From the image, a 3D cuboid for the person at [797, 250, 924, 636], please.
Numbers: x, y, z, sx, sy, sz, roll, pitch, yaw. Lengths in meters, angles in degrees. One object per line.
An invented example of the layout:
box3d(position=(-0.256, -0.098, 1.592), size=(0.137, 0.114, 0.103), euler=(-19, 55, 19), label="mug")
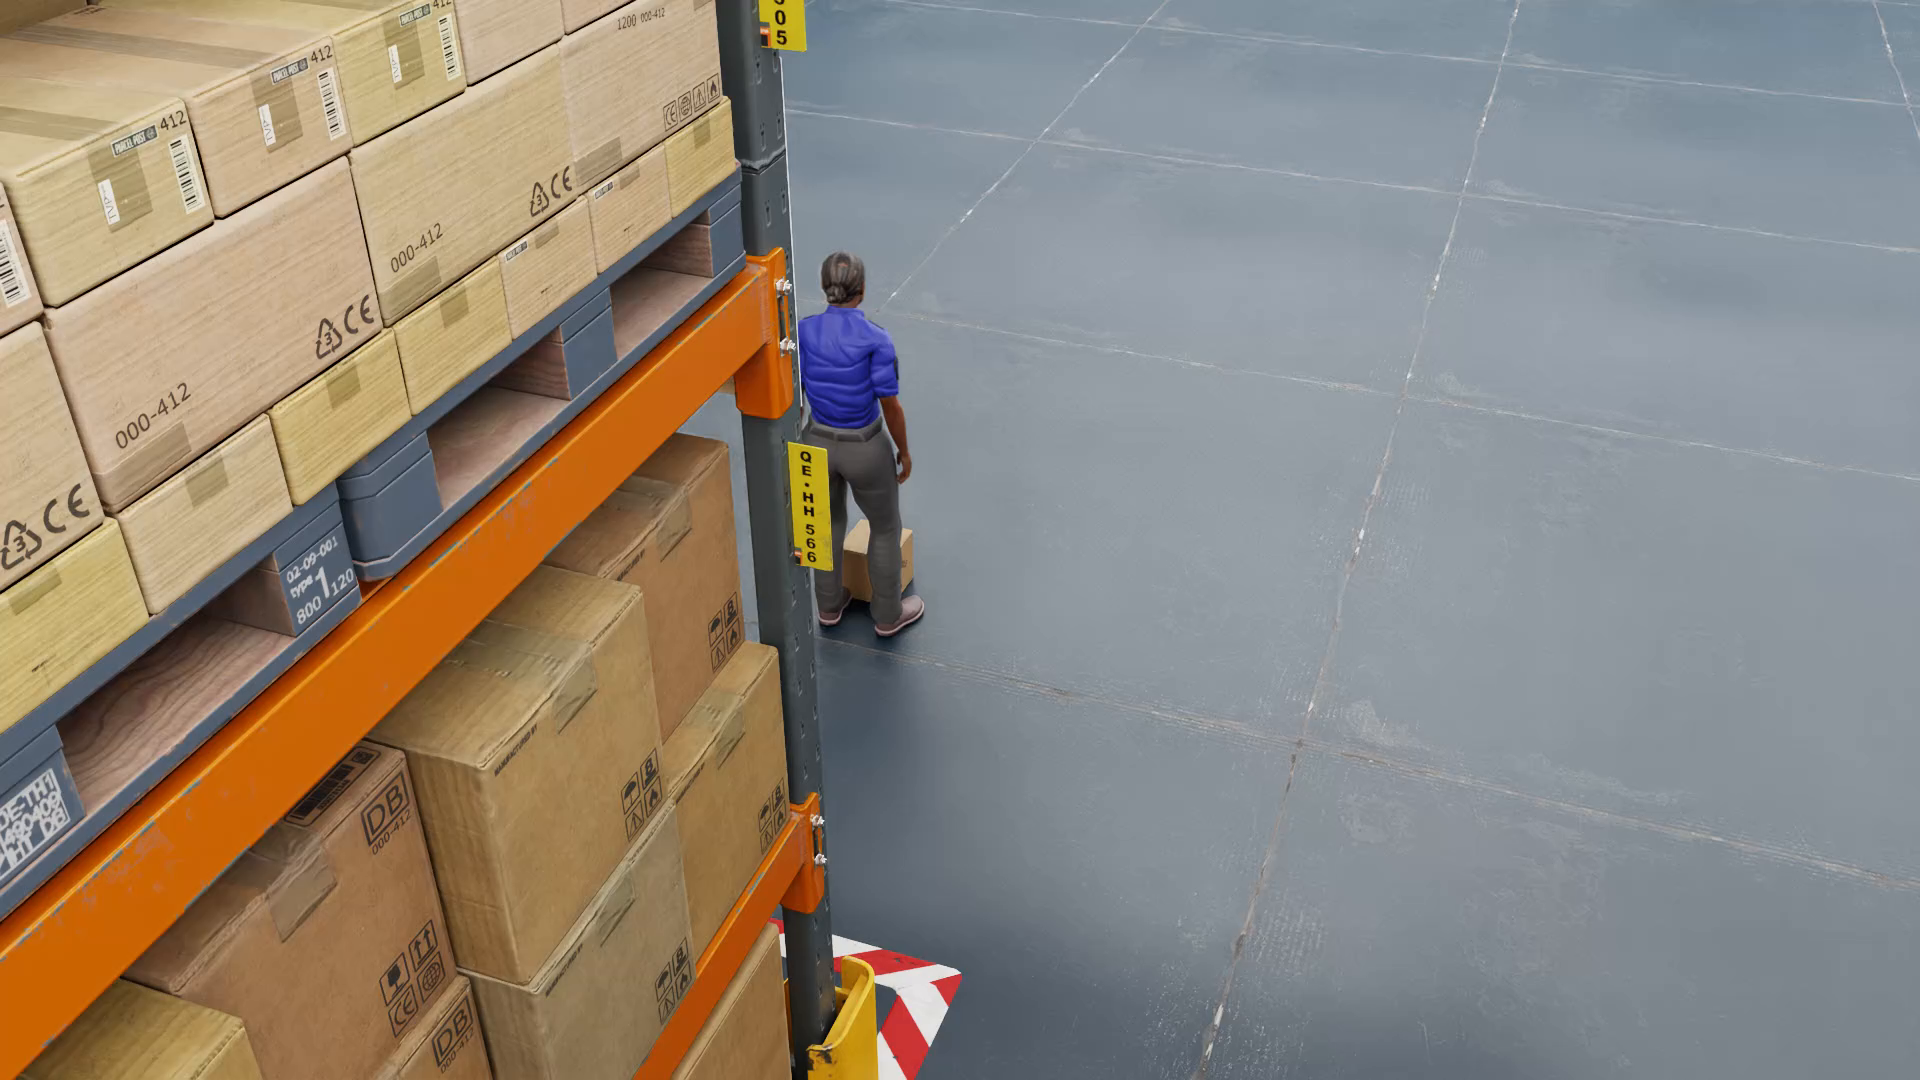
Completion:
box3d(position=(-0.435, -0.366, 6.698), size=(0.521, 1.655, 0.351), euler=(10, 35, 15), label="person")
